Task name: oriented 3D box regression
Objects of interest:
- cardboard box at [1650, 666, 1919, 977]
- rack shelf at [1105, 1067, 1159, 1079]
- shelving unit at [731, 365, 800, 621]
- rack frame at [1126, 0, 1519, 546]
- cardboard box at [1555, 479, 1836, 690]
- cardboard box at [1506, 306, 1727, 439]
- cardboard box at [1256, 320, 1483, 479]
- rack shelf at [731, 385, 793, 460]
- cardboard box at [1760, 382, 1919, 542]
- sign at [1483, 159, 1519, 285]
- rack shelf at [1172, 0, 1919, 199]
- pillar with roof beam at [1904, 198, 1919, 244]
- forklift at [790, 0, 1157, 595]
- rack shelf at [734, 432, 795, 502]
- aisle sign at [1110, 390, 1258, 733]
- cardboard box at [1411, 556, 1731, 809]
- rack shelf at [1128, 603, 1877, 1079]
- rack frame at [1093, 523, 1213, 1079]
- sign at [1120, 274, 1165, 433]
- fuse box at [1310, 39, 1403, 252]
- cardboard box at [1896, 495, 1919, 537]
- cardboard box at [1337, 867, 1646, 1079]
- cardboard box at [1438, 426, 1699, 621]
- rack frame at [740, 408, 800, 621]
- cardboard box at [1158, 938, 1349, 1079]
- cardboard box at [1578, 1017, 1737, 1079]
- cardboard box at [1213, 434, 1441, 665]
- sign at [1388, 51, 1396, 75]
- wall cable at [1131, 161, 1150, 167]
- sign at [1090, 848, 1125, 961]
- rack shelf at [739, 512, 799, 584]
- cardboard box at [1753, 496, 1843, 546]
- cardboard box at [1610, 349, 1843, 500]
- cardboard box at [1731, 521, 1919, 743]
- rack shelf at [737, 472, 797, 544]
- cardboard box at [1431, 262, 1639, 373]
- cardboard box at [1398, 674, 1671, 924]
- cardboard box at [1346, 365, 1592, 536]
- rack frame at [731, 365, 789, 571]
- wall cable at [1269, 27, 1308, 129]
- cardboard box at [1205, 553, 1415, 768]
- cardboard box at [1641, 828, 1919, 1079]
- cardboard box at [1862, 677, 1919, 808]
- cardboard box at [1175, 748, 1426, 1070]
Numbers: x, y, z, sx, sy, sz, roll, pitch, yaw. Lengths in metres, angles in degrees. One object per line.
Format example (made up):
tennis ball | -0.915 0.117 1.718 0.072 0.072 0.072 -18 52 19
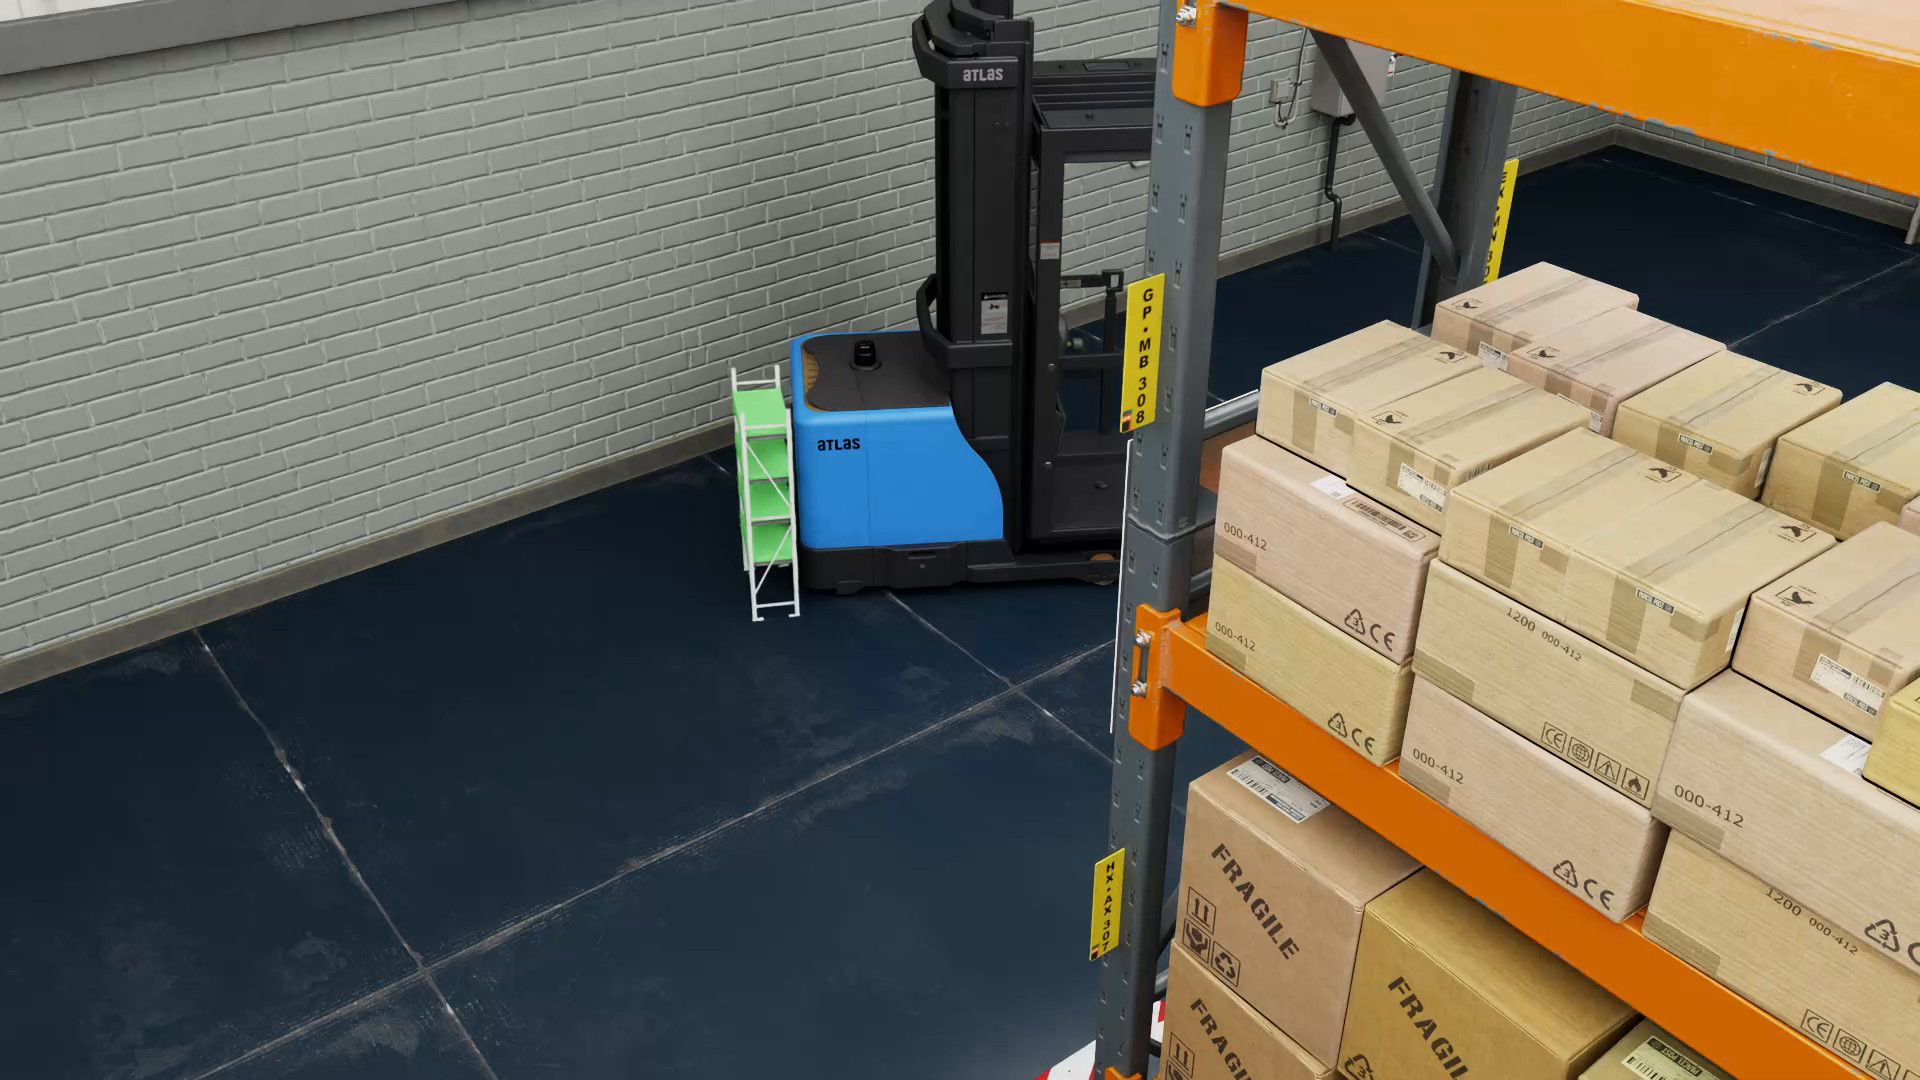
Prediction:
cardboard box | 1.481 0.374 2.630 0.500 0.250 0.500 -22 38 -31
rack shelf | 2.022 2.237 3.487 1.077 0.370 4.000 -22 38 -31
shelving unit | -0.991 -0.234 8.486 0.258 1.200 0.503 -5 32 -10
rack frame | 0.796 -1.450 3.056 1.000 3.000 0.127 -22 38 -31
cardboard box | 1.214 0.065 2.750 0.380 0.149 0.250 -22 38 -31
cardboard box | 1.323 -0.323 3.375 0.380 0.149 0.250 -22 38 -31
cardboard box | 0.815 -0.285 3.314 0.380 0.149 0.250 -23 38 -32
rack shelf | -0.985 -0.588 8.267 0.258 0.148 0.480 -5 32 -10
cardboard box | 1.711 -0.134 3.071 0.380 0.149 0.250 -22 38 -31
sign | 1.247 -0.723 3.890 0.100 0.325 0.005 -22 38 -31
rack shelf | 2.022 -0.310 1.905 1.077 0.370 4.000 -22 38 -31
pillar with roof beam | 4.221 -4.724 8.327 9.100 9.000 0.400 -22 38 -31
forklift | 0.619 -1.281 8.534 3.031 2.935 1.130 -3 32 -5
rack shelf | -0.988 -0.384 8.393 0.258 0.148 0.480 -5 32 -10
aisle sign | 0.514 0.060 3.846 0.394 0.787 0.004 -22 38 -31
cardboard box | 1.181 0.159 2.975 0.500 0.250 0.500 -23 38 -32
rack shelf | 2.022 0.963 2.695 1.077 0.370 4.000 -22 38 -31
rack frame | 0.796 1.098 4.639 1.000 3.000 0.127 -22 38 -31
sign | 0.367 -0.372 3.334 0.100 0.325 0.005 -22 38 -31
fuse box | 2.917 -2.959 12.393 0.539 1.711 0.414 -22 38 -31
cardboard box | 1.819 -0.009 2.869 0.380 0.149 0.250 -23 39 -32
cardboard box | 1.176 0.986 3.495 0.500 0.500 0.500 -21 38 -30
cardboard box | 1.066 -0.037 2.913 0.380 0.149 0.250 -22 38 -31
rack frame | -0.942 -0.108 8.283 0.240 1.200 0.015 -5 32 -10
cardboard box | 0.853 1.206 4.089 0.500 0.500 0.500 -20 37 -29
cardboard box | 1.477 1.210 3.135 0.500 0.500 0.500 -23 39 -32
cardboard box | 0.866 -0.054 3.319 0.500 0.250 0.500 -22 38 -31
sign | 3.180 -3.713 12.475 0.329 0.494 0.001 -22 38 -31
wall cable | 1.168 -3.333 10.780 0.585 1.953 0.123 -22 38 -31
sign | 0.367 0.906 4.128 0.100 0.325 0.005 -22 38 -31
rack shelf | -0.995 0.025 8.645 0.258 0.148 0.480 -5 32 -10
cardboard box | 1.594 -0.002 3.236 0.500 0.250 0.500 -23 39 -33
cardboard box | 1.464 -0.209 3.192 0.380 0.149 0.250 -24 39 -33
cardboard box | 1.455 0.138 2.632 0.380 0.149 0.250 -21 38 -30
rack shelf | -0.992 -0.179 8.519 0.258 0.148 0.480 -5 32 -10
cardboard box | 1.232 -0.451 3.580 0.380 0.149 0.250 -23 38 -32
cardboard box | 1.189 0.378 3.097 0.500 0.250 0.500 -21 37 -30
cardboard box | 0.957 -0.174 3.134 0.380 0.149 0.250 -21 37 -30
rack frame | -1.040 -0.360 8.689 0.240 1.200 0.015 -5 32 -10
wall cable | 2.281 -3.783 11.535 0.588 1.984 0.122 -22 38 -31
cardboard box | 0.869 0.157 3.453 0.500 0.250 0.500 -21 37 -30
cardboard box | 1.515 0.589 2.758 0.500 0.250 0.500 -24 39 -33
cardboard box | 1.542 0.279 2.406 0.380 0.149 0.250 -21 38 -30
cardboard box | 0.861 0.778 3.831 0.500 0.500 0.500 -23 38 -32
